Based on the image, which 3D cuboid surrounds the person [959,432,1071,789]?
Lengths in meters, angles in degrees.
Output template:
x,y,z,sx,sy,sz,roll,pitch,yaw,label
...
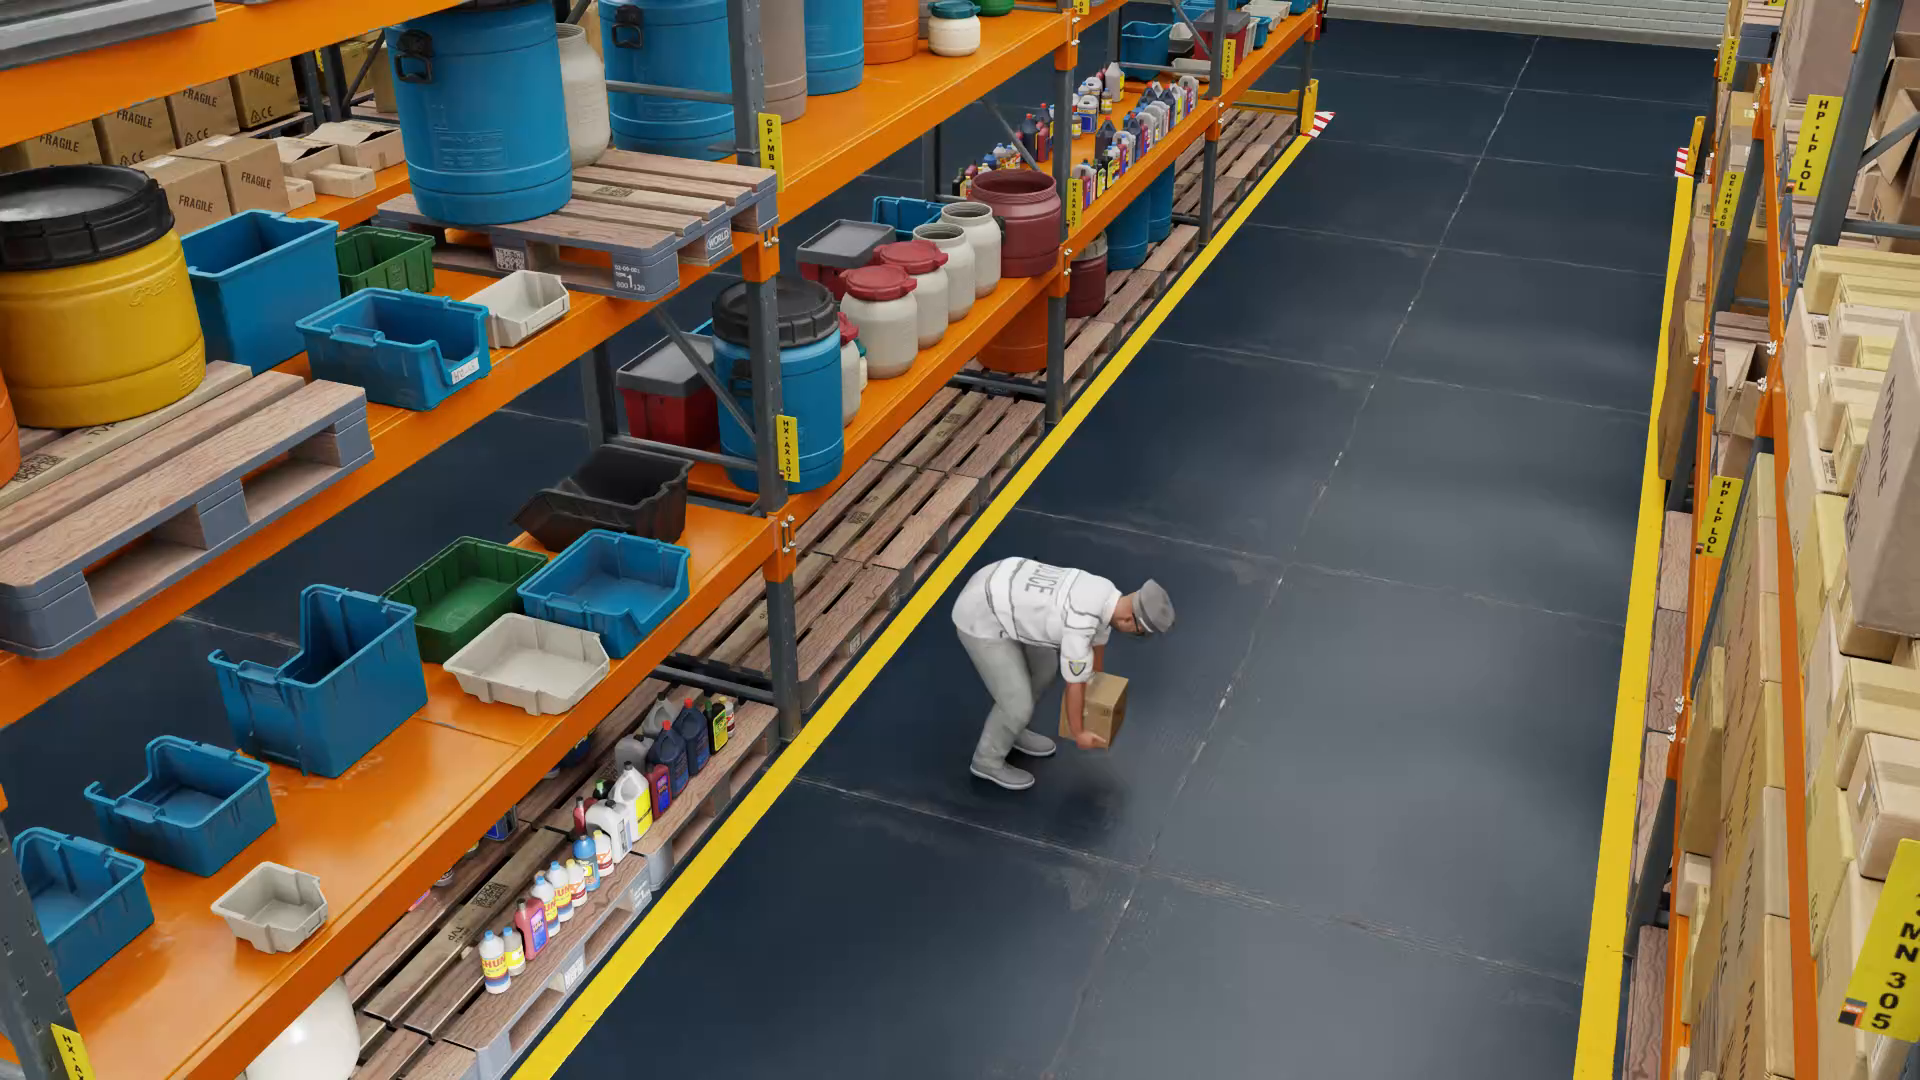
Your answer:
x,y,z,sx,sy,sz,roll,pitch,yaw,label
0.299,0.331,7.792,0.573,1.762,0.494,12,31,20,person
